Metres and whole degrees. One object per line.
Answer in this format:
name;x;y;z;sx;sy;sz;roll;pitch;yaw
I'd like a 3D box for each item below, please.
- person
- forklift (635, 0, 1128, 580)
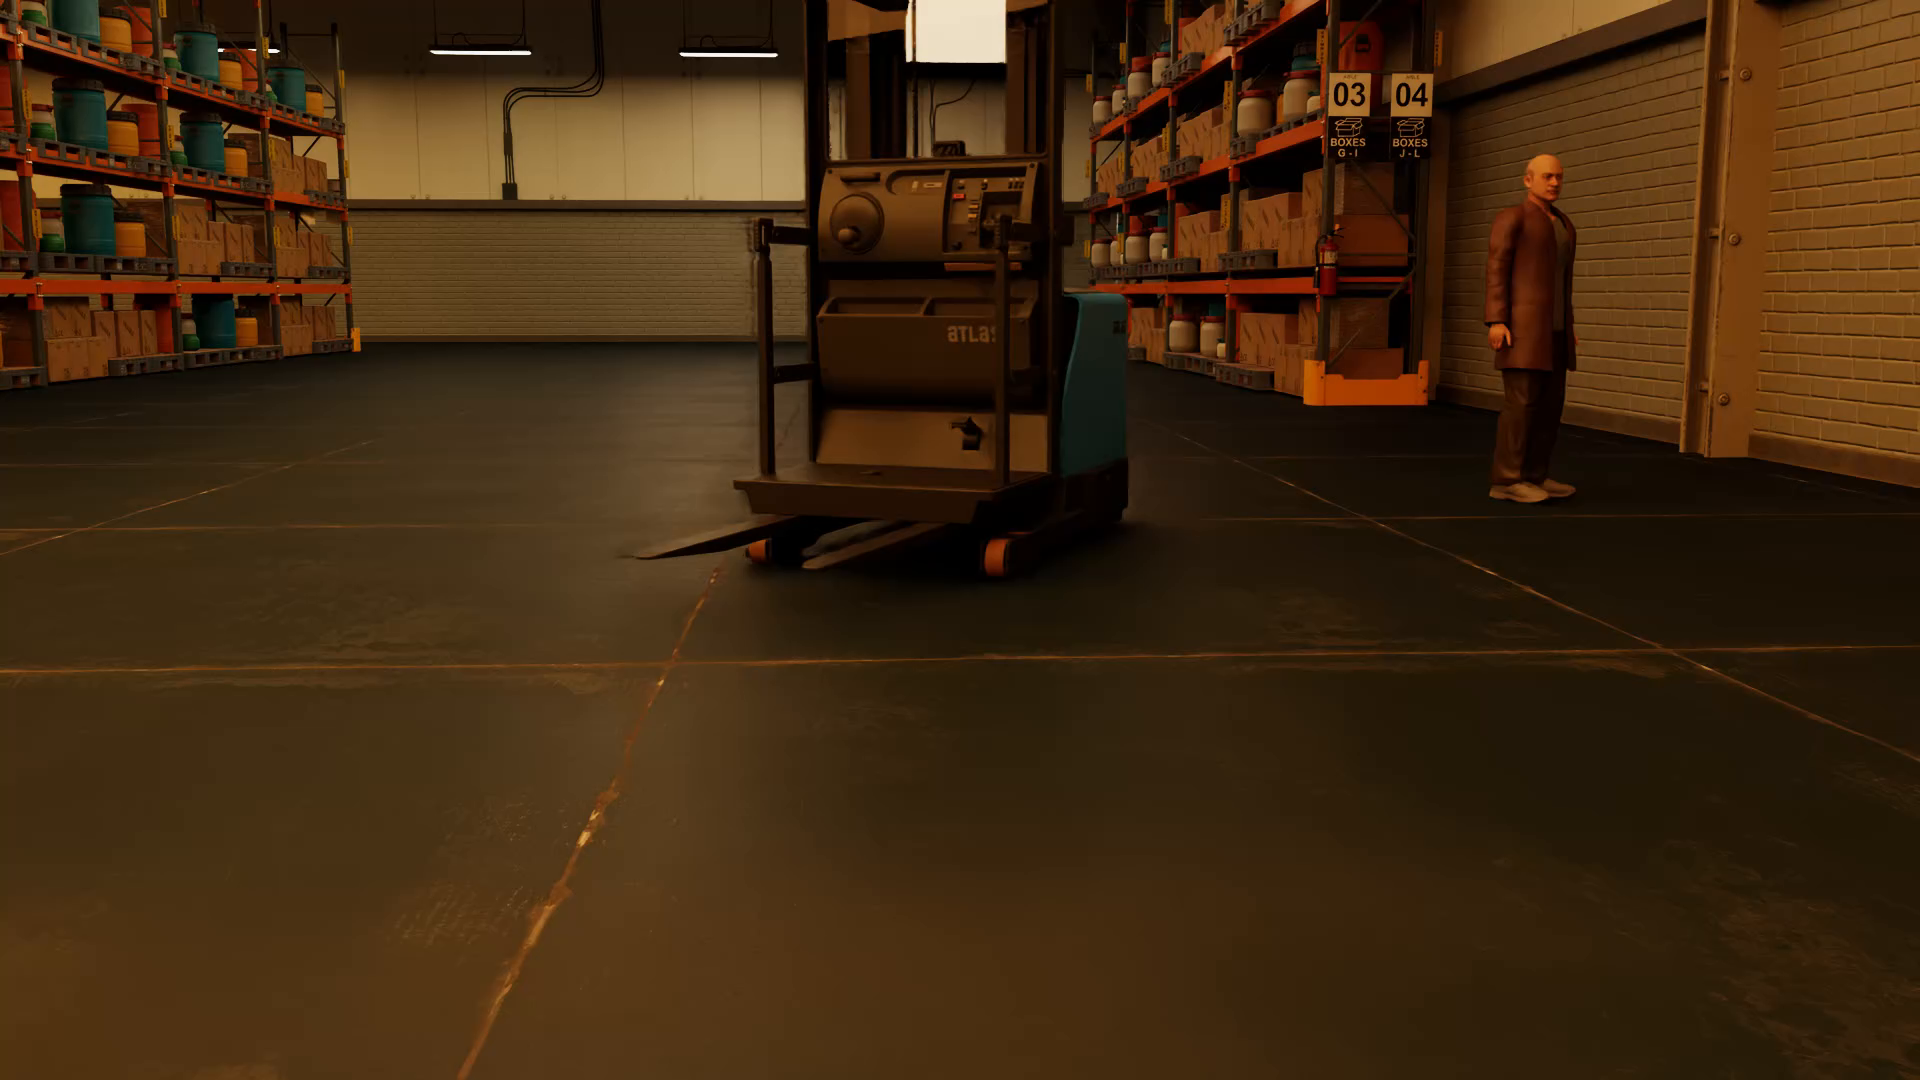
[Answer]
person;3.029;-1.100;8.656;0.655;1.782;0.428;-6;10;-36
forklift;-0.209;-1.365;6.523;1.130;2.935;3.031;3;9;21
